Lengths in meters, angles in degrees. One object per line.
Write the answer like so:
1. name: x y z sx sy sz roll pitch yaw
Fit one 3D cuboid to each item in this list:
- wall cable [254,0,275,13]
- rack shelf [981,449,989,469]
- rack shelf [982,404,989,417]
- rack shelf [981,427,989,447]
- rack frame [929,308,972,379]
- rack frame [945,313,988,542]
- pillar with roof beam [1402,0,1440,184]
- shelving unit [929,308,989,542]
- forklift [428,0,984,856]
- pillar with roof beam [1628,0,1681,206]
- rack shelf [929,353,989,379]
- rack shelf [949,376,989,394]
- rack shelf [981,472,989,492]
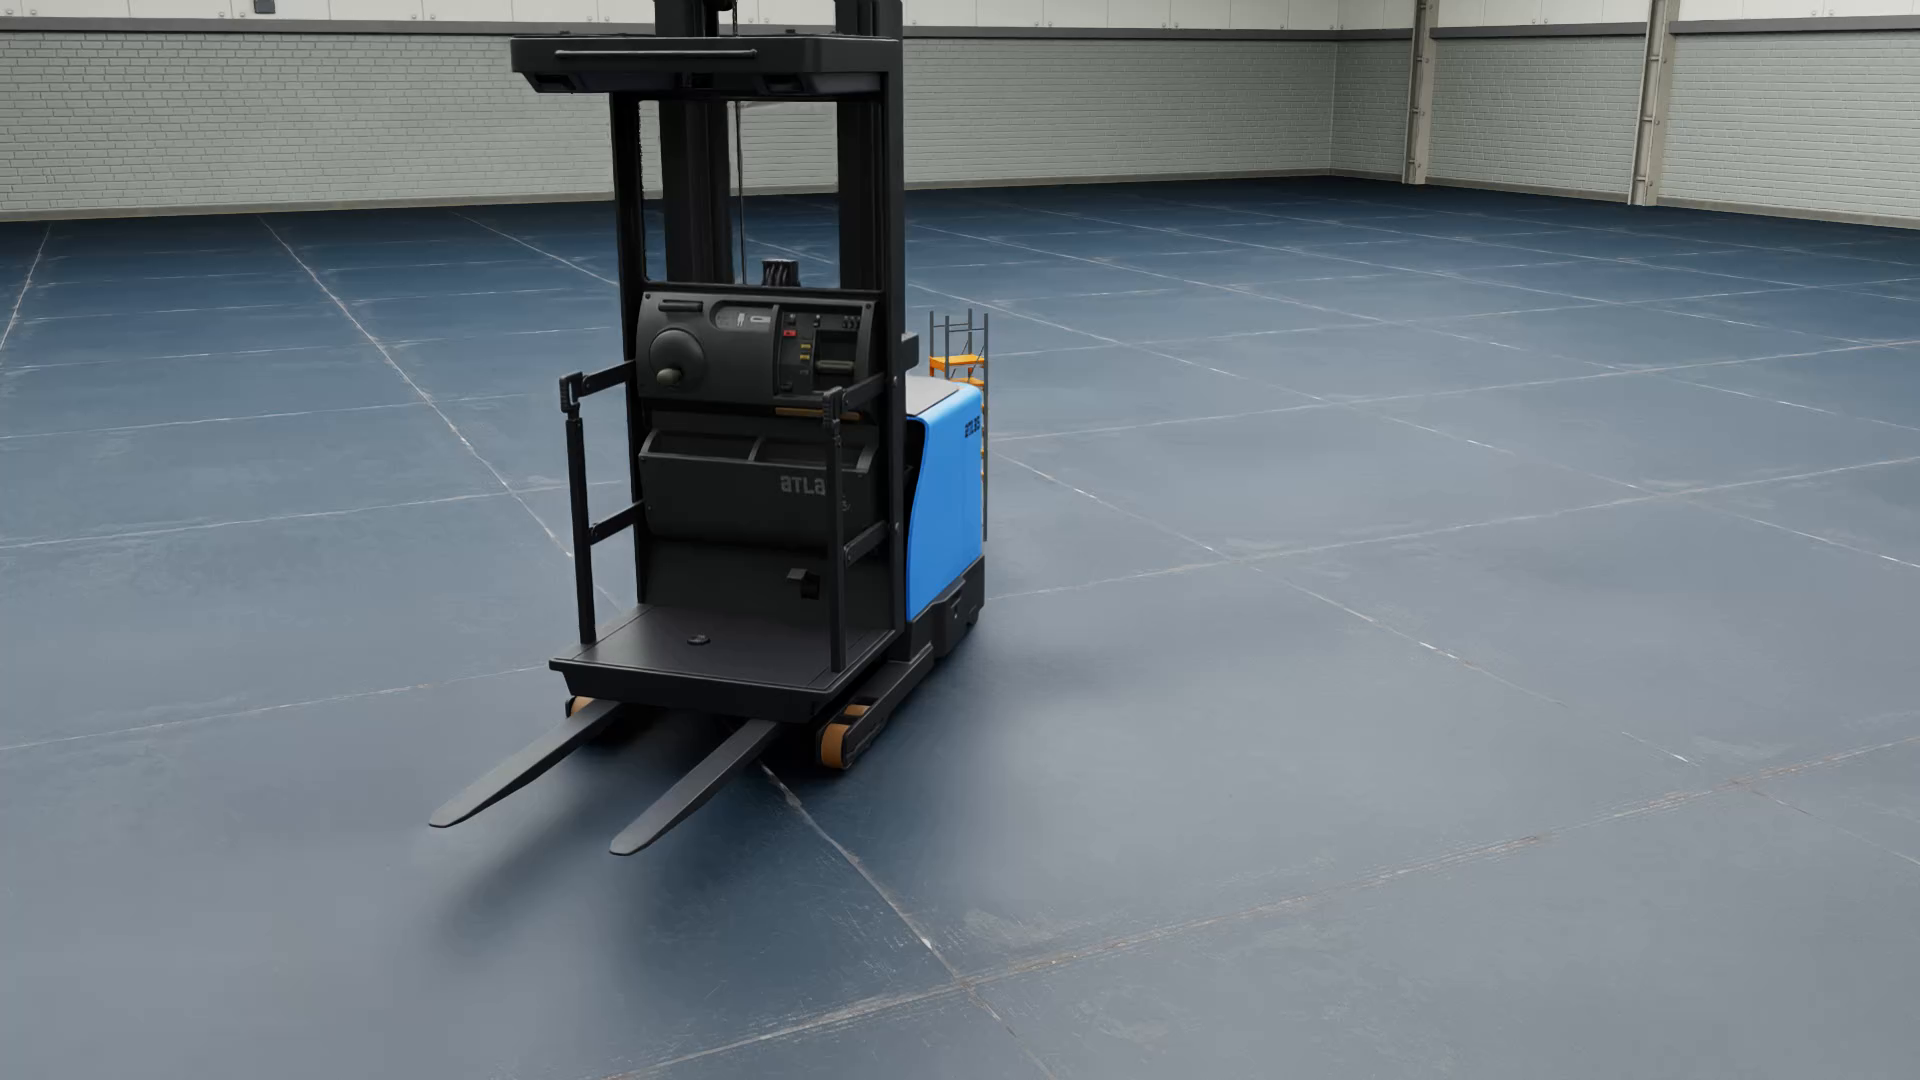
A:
1. wall cable: -10.432 -11.607 26.719 2.305 6.003 0.169 -8 18 -25
2. rack shelf: -0.006 -0.422 8.643 0.258 0.103 0.180 -8 18 -25
3. rack shelf: -0.006 -0.653 8.577 0.258 0.103 0.180 -8 18 -25
4. rack shelf: -0.006 -0.538 8.610 0.258 0.103 0.180 -8 18 -25
5. rack frame: -0.046 -0.603 8.677 0.240 1.200 0.006 -8 18 -25
6. rack frame: 0.034 -0.558 8.519 0.240 1.200 0.006 -8 18 -25
7. pillar with roof beam: 5.575 -11.225 31.553 9.100 9.000 0.400 -8 18 -25
8. shelving unit: -0.006 -0.580 8.598 0.258 1.200 0.189 -8 18 -25
9. forklift: -0.820 -0.715 5.927 1.130 2.935 3.031 5 17 17
10. pillar with roof beam: 8.204 -9.737 26.369 9.100 9.000 0.400 -8 18 -25
11. rack shelf: -0.006 -0.884 8.511 0.258 0.103 0.180 -8 18 -25
12. rack shelf: -0.006 -0.768 8.544 0.258 0.103 0.180 -8 18 -25
13. rack shelf: -0.006 -0.307 8.676 0.258 0.103 0.180 -8 18 -25
